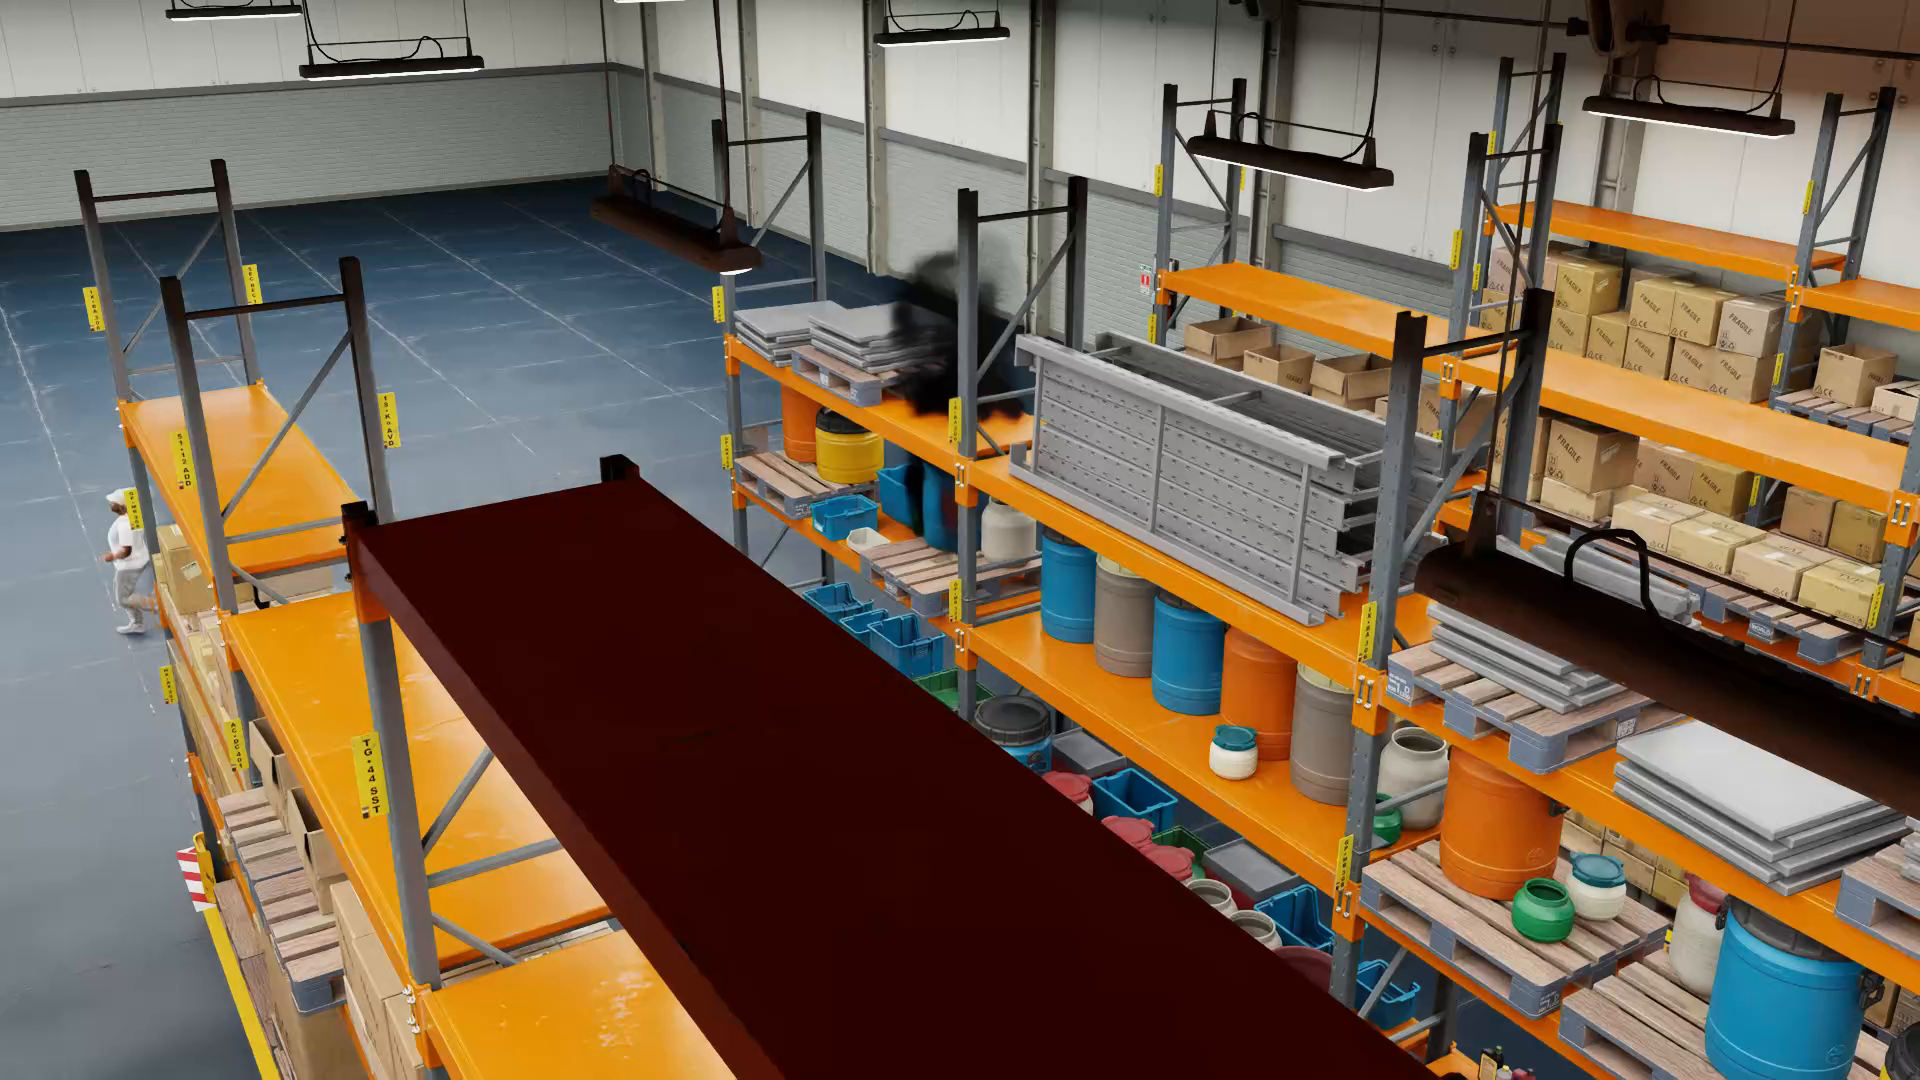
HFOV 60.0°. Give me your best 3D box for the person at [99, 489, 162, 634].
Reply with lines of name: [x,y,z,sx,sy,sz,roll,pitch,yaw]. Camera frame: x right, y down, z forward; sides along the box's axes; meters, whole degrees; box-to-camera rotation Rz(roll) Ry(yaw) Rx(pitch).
person: [-9.170,0.241,18.483,0.696,1.723,0.704,-2,22,-6]
